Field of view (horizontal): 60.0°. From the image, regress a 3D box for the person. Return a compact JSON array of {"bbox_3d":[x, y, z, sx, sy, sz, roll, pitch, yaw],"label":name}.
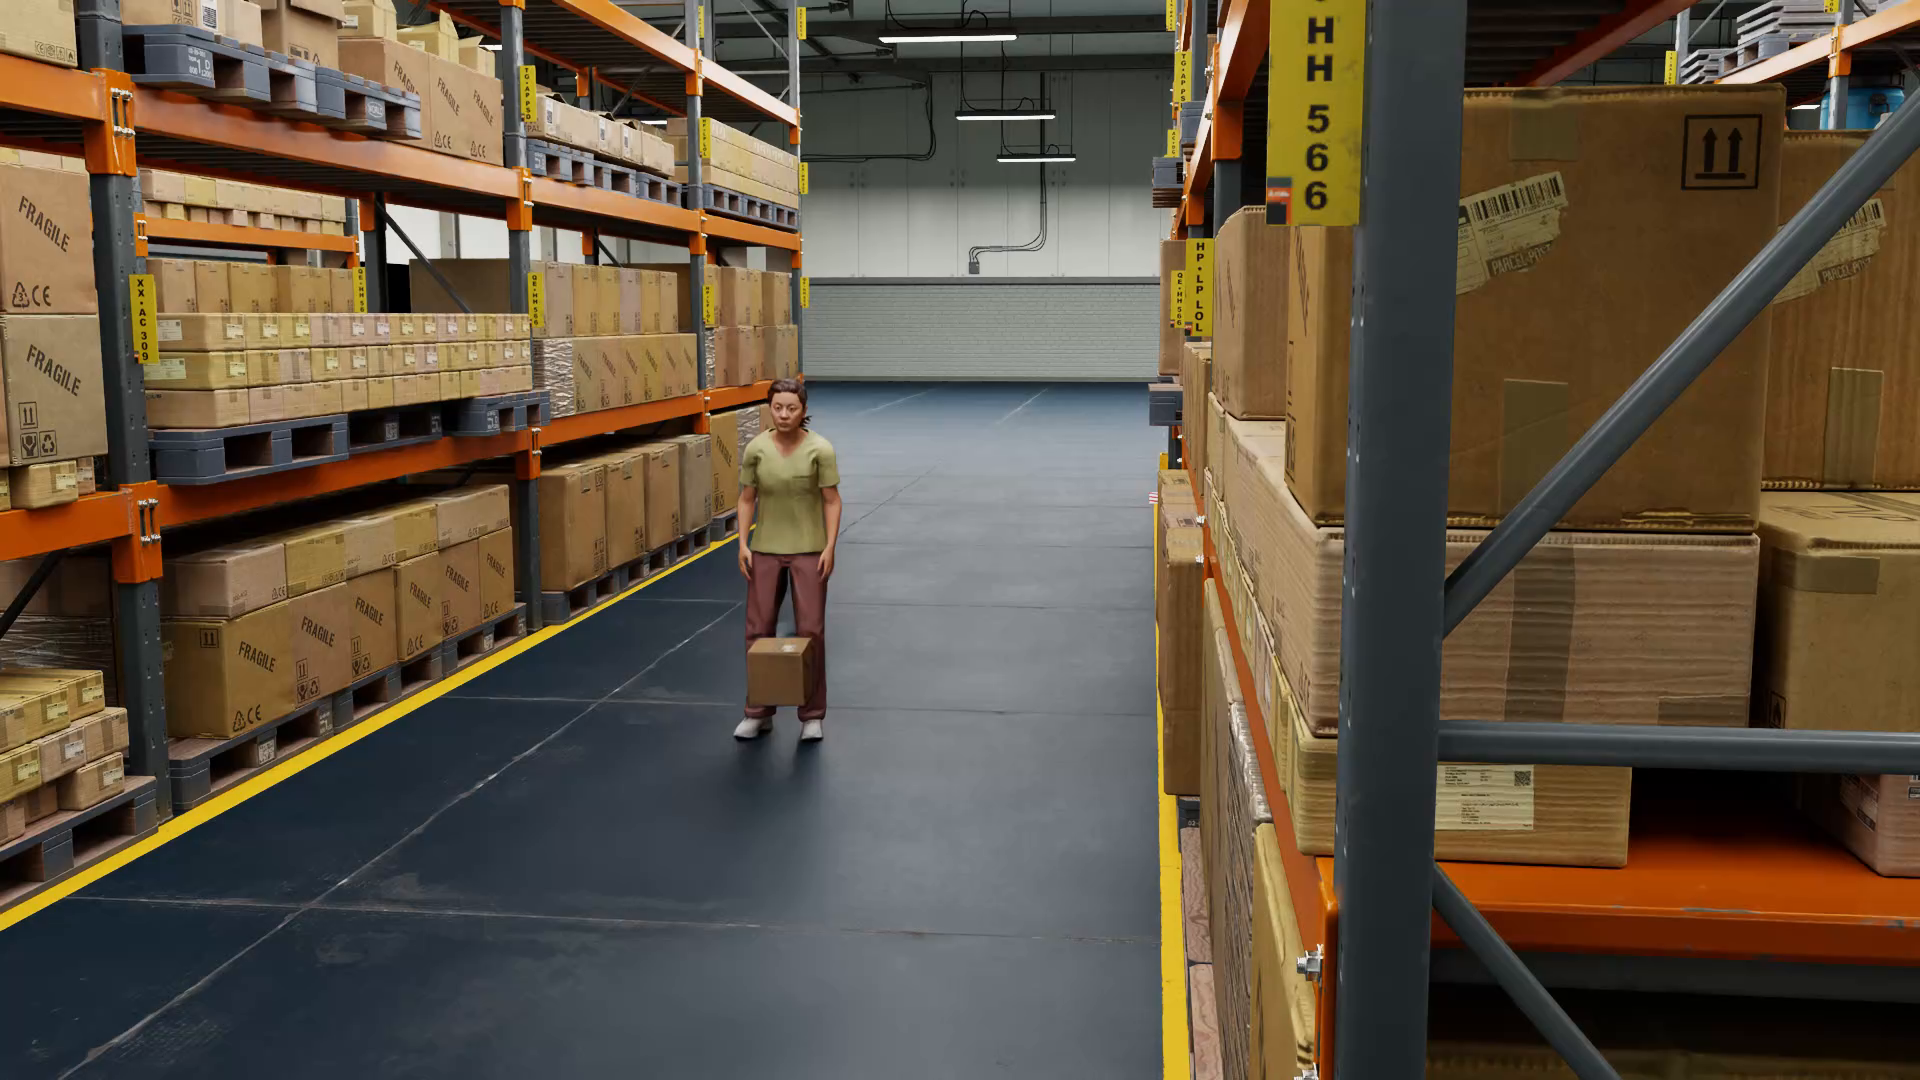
[{"bbox_3d":[-0.797,0.079,7.709,0.486,1.674,0.365,1,8,5],"label":"person"}]
